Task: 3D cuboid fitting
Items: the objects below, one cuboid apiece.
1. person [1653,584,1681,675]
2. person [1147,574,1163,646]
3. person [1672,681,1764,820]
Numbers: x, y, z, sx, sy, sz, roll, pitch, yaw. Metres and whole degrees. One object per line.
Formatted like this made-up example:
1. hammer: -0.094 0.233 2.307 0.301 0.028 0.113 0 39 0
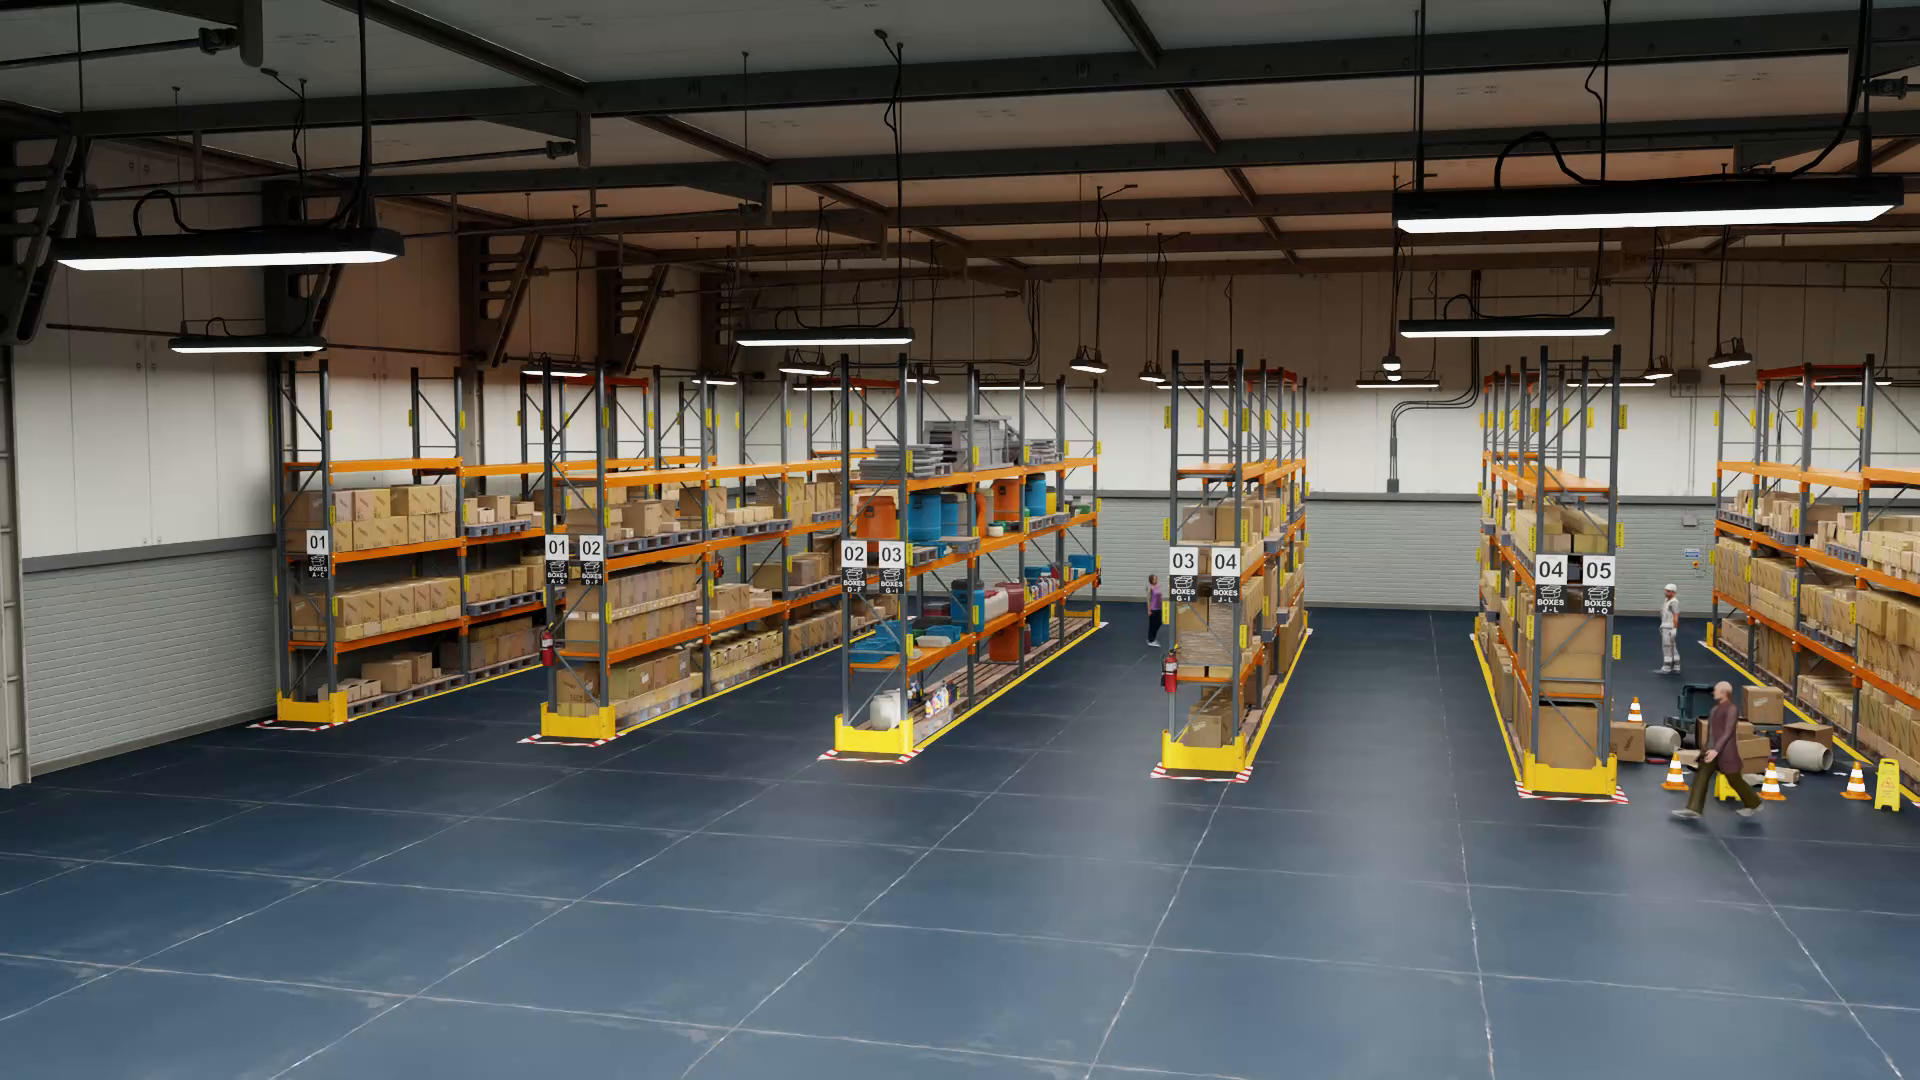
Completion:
1. person: 13.991 1.756 32.837 0.462 1.798 0.571 2 5 30
2. person: 4.311 1.553 36.923 0.477 1.603 0.386 -4 5 -40
3. person: 9.514 2.637 20.768 1.123 1.742 0.531 -1 4 -15
